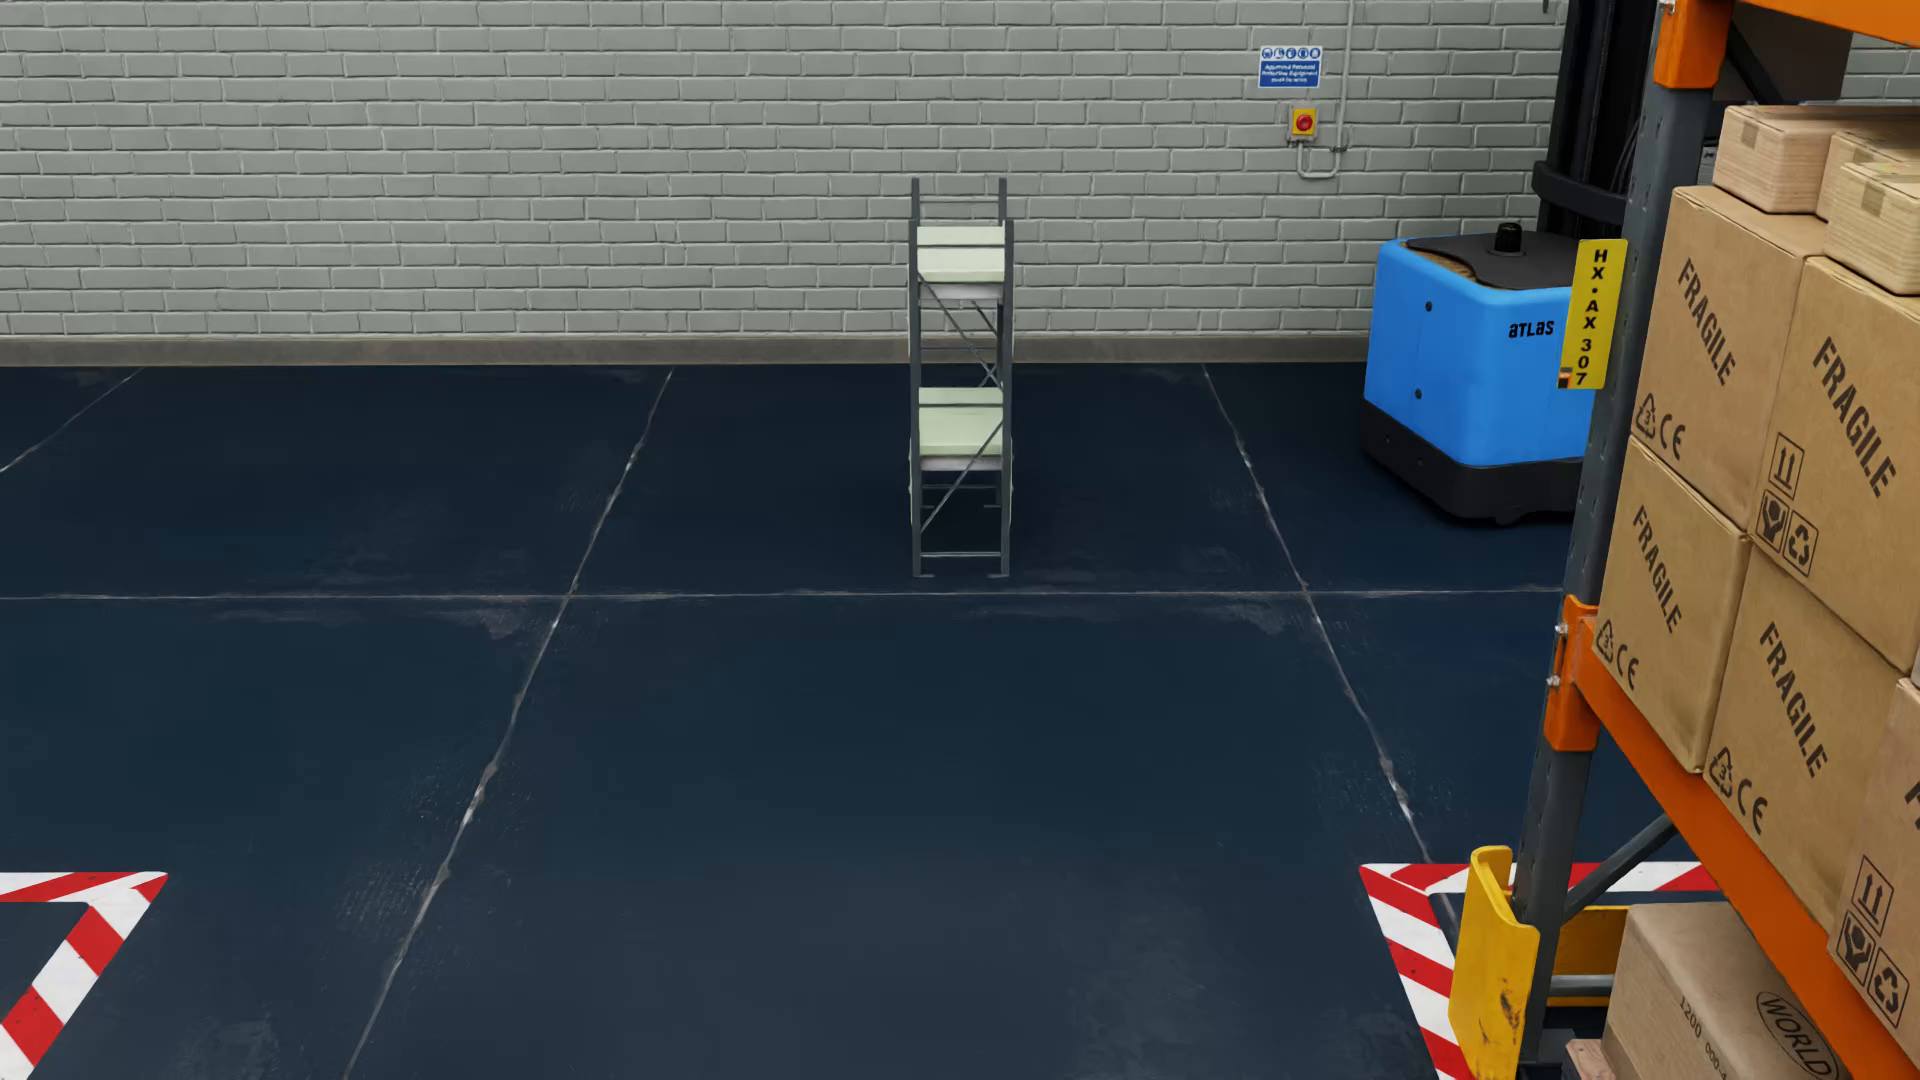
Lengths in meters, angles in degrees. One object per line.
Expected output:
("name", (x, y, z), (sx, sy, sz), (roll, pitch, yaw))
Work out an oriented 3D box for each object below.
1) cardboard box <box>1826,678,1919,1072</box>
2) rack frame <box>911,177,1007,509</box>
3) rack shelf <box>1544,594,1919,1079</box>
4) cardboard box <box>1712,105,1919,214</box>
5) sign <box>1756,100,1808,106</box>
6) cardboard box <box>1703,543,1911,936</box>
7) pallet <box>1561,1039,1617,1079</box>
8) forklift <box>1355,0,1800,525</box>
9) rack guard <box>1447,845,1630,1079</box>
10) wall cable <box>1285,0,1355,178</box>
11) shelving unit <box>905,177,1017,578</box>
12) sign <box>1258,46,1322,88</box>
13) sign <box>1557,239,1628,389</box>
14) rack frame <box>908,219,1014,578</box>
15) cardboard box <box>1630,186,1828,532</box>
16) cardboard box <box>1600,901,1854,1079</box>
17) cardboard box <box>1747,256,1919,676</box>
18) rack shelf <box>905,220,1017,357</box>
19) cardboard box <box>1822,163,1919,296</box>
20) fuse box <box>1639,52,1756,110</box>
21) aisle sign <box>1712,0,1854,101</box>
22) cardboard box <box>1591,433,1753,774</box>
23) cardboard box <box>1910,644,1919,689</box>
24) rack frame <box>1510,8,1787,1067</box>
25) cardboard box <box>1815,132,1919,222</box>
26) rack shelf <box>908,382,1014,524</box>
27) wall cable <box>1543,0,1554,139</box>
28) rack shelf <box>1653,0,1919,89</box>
("cardboard box", (1.628, 0.528, 2.321), (0.500, 0.500, 0.500), (0, 24, -1))
("rack frame", (-0.004, -0.831, 7.268), (0.400, 1.500, 0.023), (0, 24, -1))
("rack shelf", (1.911, 1.108, 2.032), (1.077, 0.370, 4.000), (0, 24, -1))
("cardboard box", (1.616, -0.693, 3.020), (0.380, 0.149, 0.250), (0, 24, 1))
("sign", (4.398, -2.360, 8.944), (0.329, 0.494, 0.001), (0, 24, -1))
("cardboard box", (1.641, 0.318, 2.785), (0.500, 0.500, 0.500), (-1, 24, -1))
("pallet", (1.976, 1.556, 3.553), (1.003, 0.211, 1.213), (0, 24, -1))
("forklift", (3.507, -1.723, 7.503), (3.031, 2.935, 1.130), (-6, 25, -14))
("rack guard", (1.889, 1.086, 4.243), (1.175, 0.500, 0.348), (0, 24, -1))
("wall cable", (1.804, -2.844, 8.627), (0.585, 1.953, 0.123), (0, 24, -1))
("shelving unit", (0.000, -0.681, 6.935), (0.431, 1.500, 0.755), (0, 24, -1))
("sign", (1.755, -2.515, 8.843), (0.327, 0.218, 0.001), (0, 24, -1))
("sign", (1.334, -0.474, 3.511), (0.100, 0.325, 0.005), (0, 24, -1))
("rack frame", (0.004, -0.530, 6.601), (0.400, 1.500, 0.023), (0, 24, -1))
("cardboard box", (1.609, -0.346, 3.039), (0.500, 0.500, 0.500), (-1, 24, -2))
("cardboard box", (1.996, 1.204, 3.547), (0.875, 0.438, 0.875), (-1, 24, -2))
("cardboard box", (1.622, -0.133, 2.569), (0.500, 0.500, 0.500), (-1, 24, -2))
("rack shelf", (0.000, -1.036, 6.774), (0.431, 0.370, 0.720), (0, 24, -1))
("cardboard box", (1.578, -0.477, 2.544), (0.380, 0.149, 0.250), (0, 24, 1))
("fuse box", (3.906, -1.729, 8.997), (0.539, 1.711, 0.414), (0, 24, -1))
("aisle sign", (1.598, -1.256, 3.233), (0.394, 0.787, 0.004), (0, 24, -1))
("cardboard box", (1.607, 0.110, 3.245), (0.500, 0.500, 0.500), (0, 24, -1))
("cardboard box", (1.635, 0.079, 2.100), (0.500, 0.500, 0.500), (0, 24, -1))
("rack frame", (1.889, -0.043, 3.706), (1.000, 3.000, 0.127), (0, 24, -1))
("cardboard box", (1.690, -0.585, 2.782), (0.380, 0.149, 0.250), (0, 24, 1))
("rack shelf", (0.000, -0.384, 7.069), (0.431, 0.370, 0.720), (0, 24, -1))
("wall cable", (3.222, -2.841, 8.659), (0.588, 1.984, 0.122), (0, 24, -1))
("rack shelf", (1.911, -0.258, 1.414), (1.077, 0.370, 4.000), (0, 24, -1))
